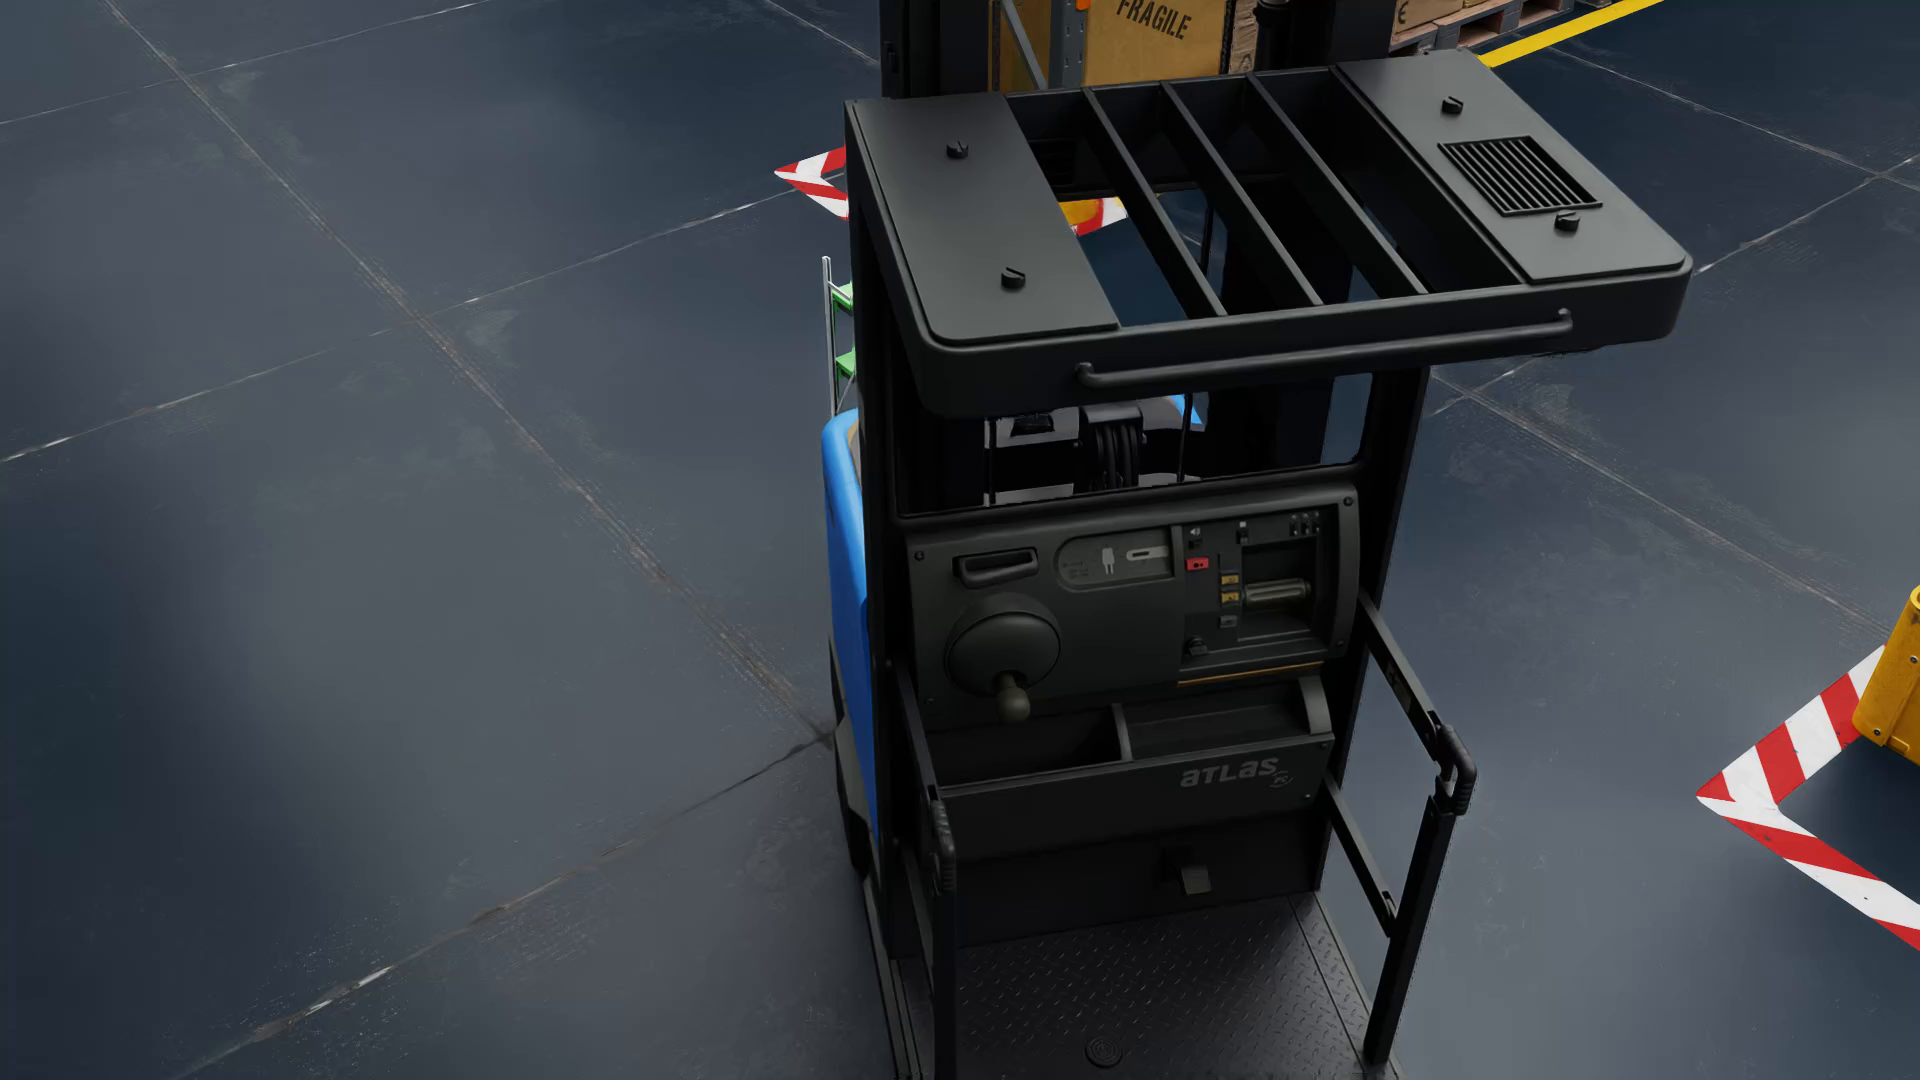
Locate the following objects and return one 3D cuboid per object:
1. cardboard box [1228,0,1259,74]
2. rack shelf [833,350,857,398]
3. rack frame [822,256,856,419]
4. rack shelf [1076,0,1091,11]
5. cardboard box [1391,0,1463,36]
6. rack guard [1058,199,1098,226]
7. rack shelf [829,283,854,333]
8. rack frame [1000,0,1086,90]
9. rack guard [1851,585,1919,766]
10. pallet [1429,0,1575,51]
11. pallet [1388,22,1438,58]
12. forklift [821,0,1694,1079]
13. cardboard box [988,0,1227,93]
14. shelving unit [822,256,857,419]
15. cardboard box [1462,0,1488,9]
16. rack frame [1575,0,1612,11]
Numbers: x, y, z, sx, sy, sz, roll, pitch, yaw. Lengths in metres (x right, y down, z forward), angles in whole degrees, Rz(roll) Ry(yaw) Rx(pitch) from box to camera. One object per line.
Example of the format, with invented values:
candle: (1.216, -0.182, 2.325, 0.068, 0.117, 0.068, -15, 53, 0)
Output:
cardboard box: (1.358, -2.861, 8.217, 0.875, 0.875, 0.875, -26, 46, -28)
rack shelf: (-0.131, -0.536, 5.180, 0.480, 0.148, 0.258, -26, 46, -28)
rack frame: (-0.325, -0.306, 5.177, 0.015, 1.200, 0.240, -26, 46, -28)
rack shelf: (1.763, -3.376, 8.068, 4.000, 0.370, 1.077, -26, 46, -28)
cardboard box: (2.063, -3.205, 8.636, 0.875, 0.875, 0.875, -26, 46, -28)
rack guard: (0.158, -1.905, 7.679, 0.348, 0.500, 1.175, -26, 46, -28)
rack shelf: (-0.131, -0.722, 5.028, 0.480, 0.148, 0.258, -26, 46, -28)
rack frame: (0.177, -2.881, 6.897, 0.127, 3.000, 1.000, -26, 46, -28)
rack guard: (3.184, 0.592, 4.634, 0.348, 0.500, 1.175, -26, 46, -28)
pallet: (2.698, -3.094, 9.356, 1.213, 0.211, 1.003, -26, 46, -28)
pallet: (1.730, -2.620, 8.778, 1.213, 0.211, 1.003, -26, 46, -28)
forklift: (0.402, 0.205, 3.190, 1.130, 2.935, 3.031, -7, 40, -9)
cardboard box: (0.636, -2.510, 7.788, 0.875, 0.875, 0.875, -26, 46, -28)
shelving unit: (-0.131, -0.400, 5.291, 0.503, 1.200, 0.258, -26, 46, -28)
cardboard box: (2.777, -3.553, 9.060, 0.875, 0.875, 0.875, -26, 46, -28)
rack frame: (3.349, -4.427, 8.782, 0.127, 3.000, 1.000, -26, 46, -28)
